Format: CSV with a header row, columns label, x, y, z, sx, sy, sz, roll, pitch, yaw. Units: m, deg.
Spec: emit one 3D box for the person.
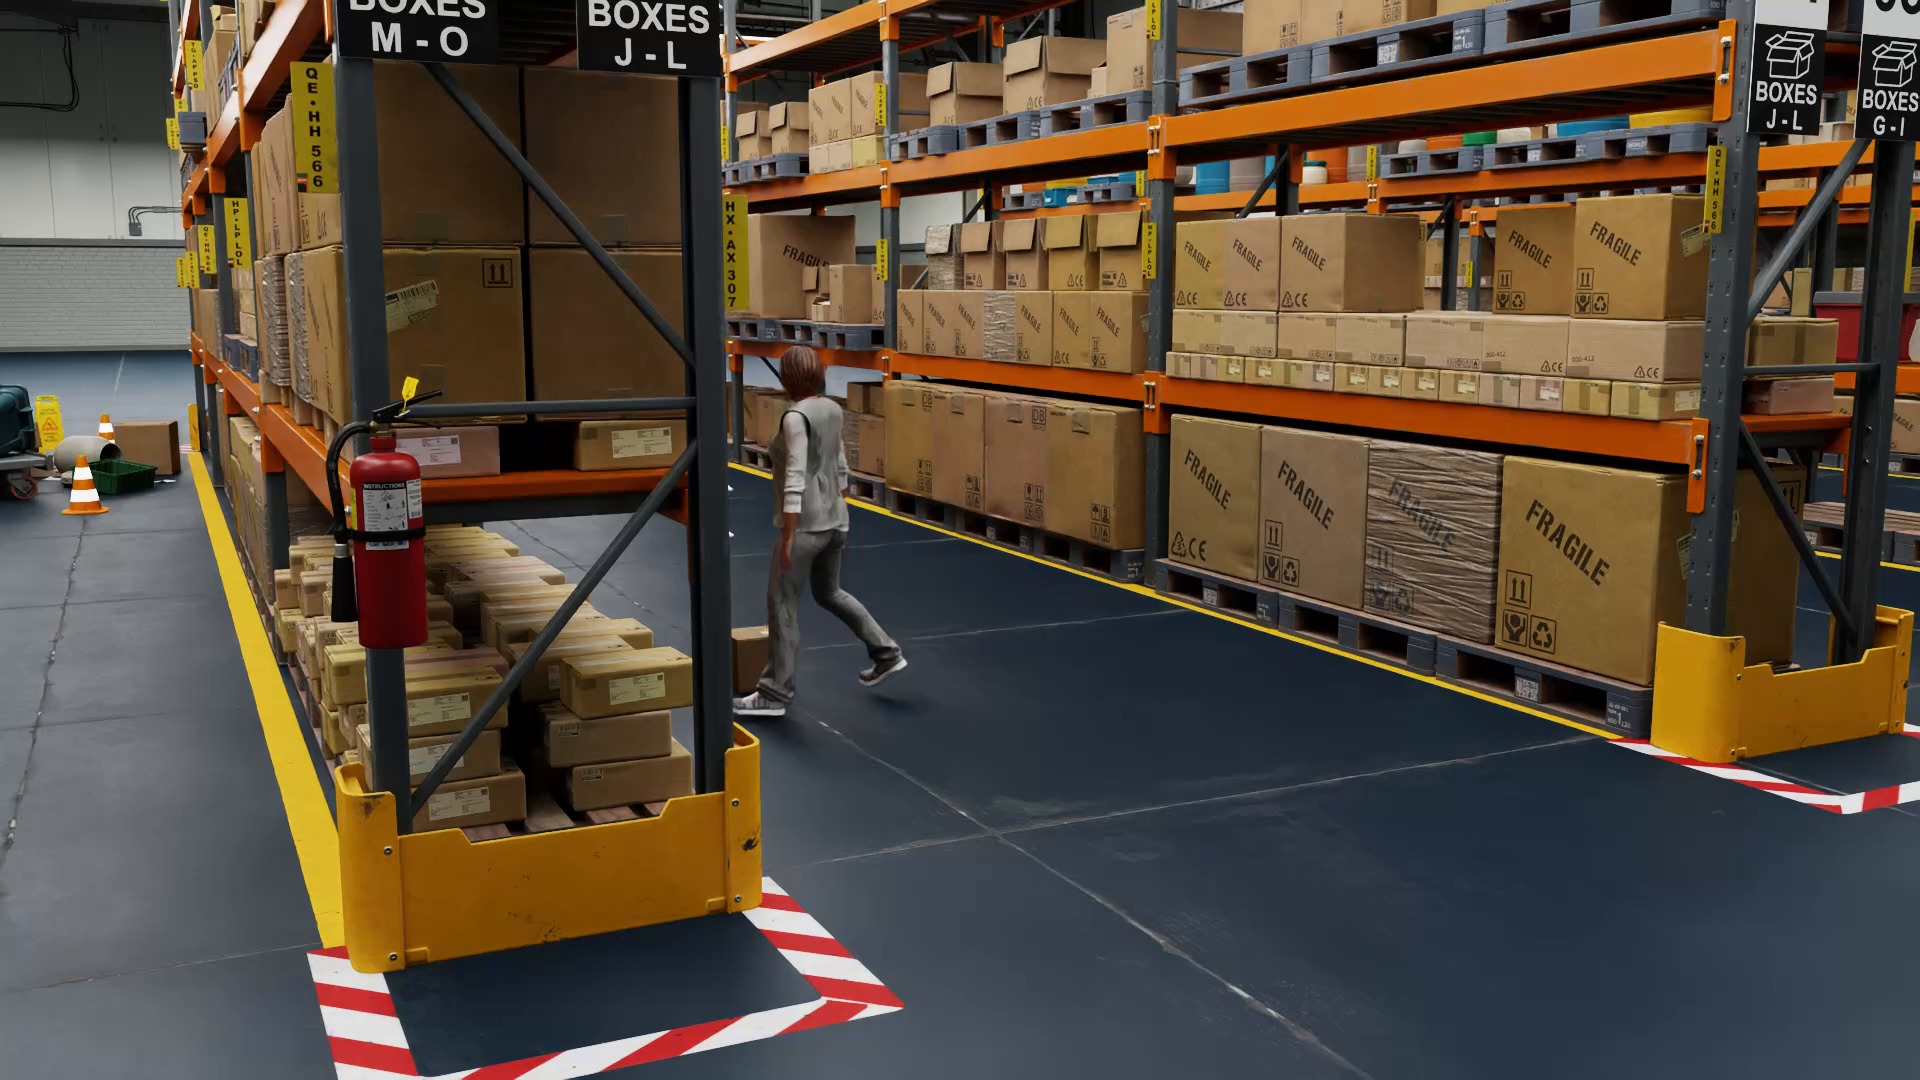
label,x,y,z,sx,sy,sz,roll,pitch,yaw
person,-0.619,-0.047,7.191,0.629,1.571,0.625,4,10,23
